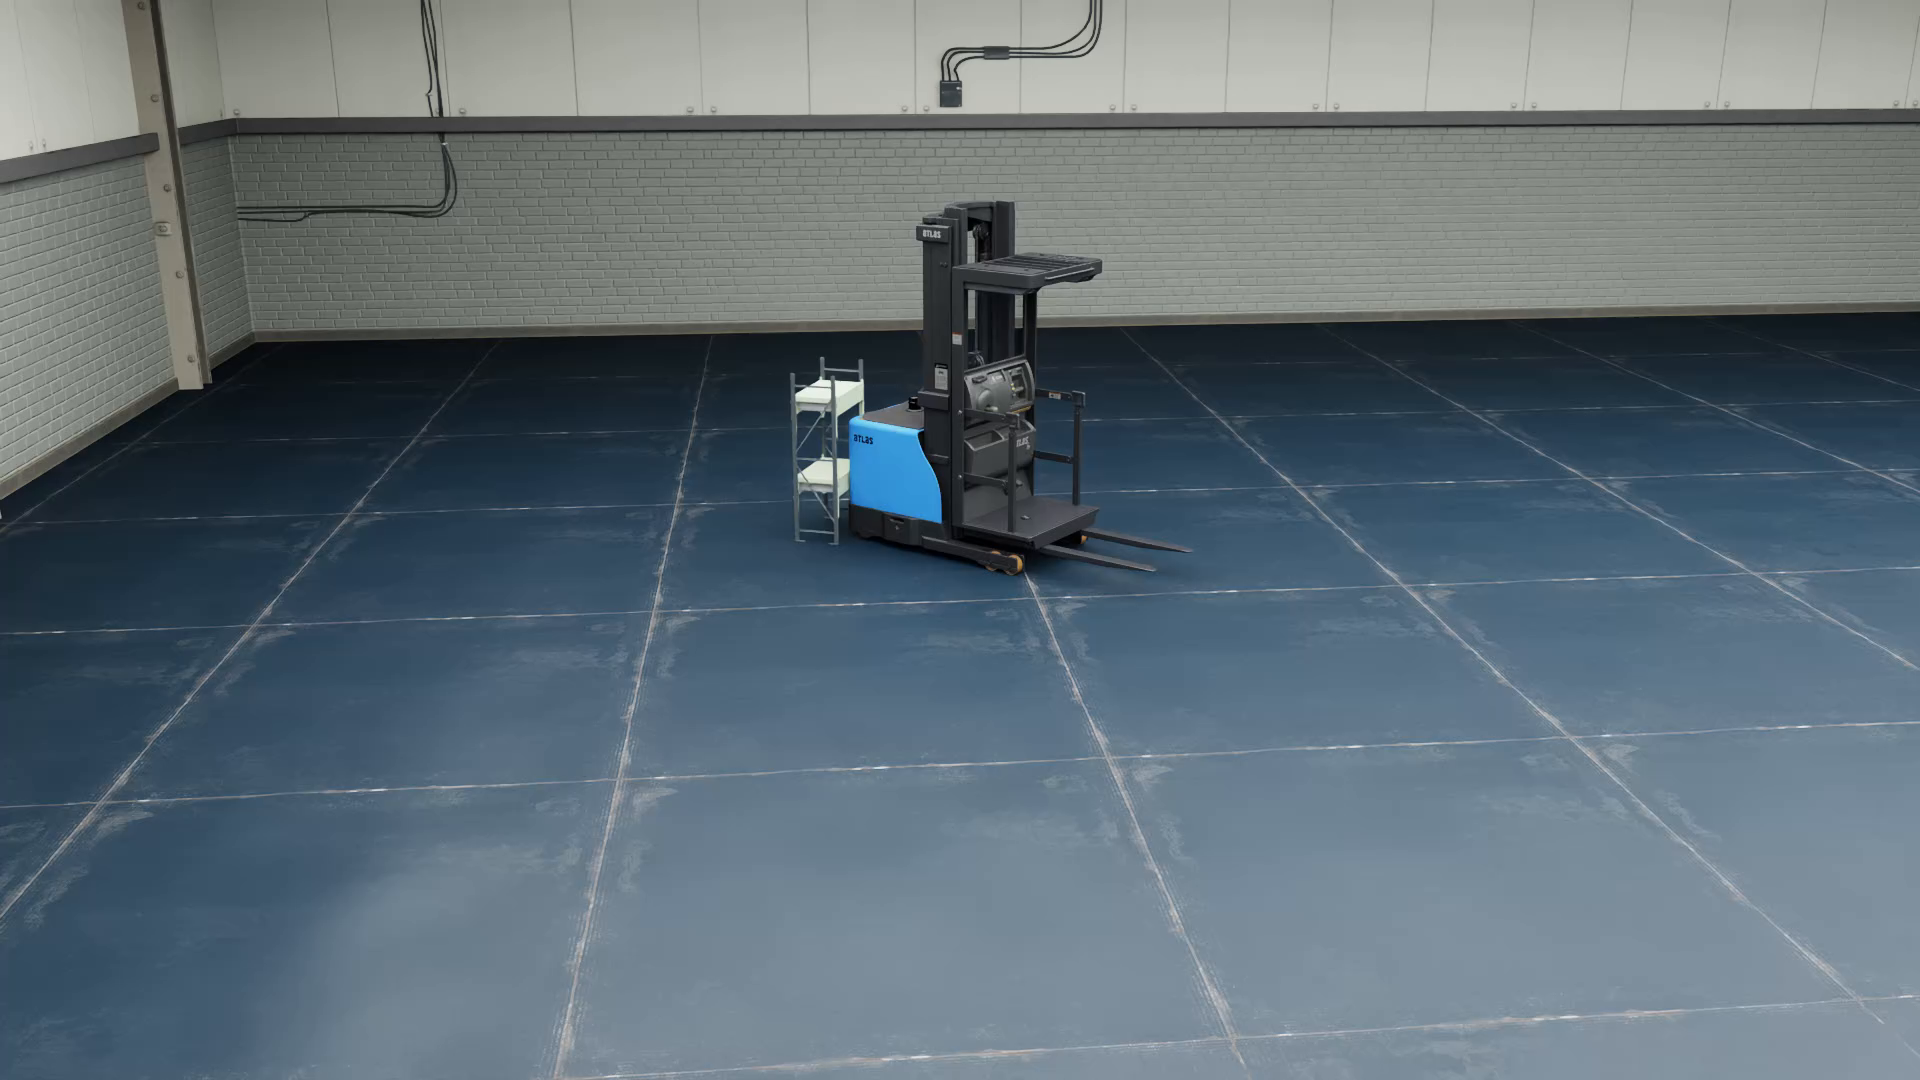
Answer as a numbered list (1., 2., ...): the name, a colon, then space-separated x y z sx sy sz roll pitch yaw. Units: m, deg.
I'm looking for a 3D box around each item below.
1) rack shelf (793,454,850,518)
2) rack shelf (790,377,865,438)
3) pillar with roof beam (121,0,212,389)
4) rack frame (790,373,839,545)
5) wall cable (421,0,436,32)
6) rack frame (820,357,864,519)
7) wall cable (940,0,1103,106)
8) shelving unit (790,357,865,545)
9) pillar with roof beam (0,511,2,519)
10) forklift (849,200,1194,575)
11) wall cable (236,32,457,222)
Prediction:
1. rack shelf: -1.156 -0.484 14.804 0.431 0.370 0.720 5 18 15
2. rack shelf: -1.155 -1.168 14.589 0.431 0.370 0.720 5 18 15
3. pillar with roof beam: -5.306 -6.357 19.902 9.100 9.000 0.400 -2 18 -6
4. rack frame: -1.254 -0.690 14.370 0.400 1.500 0.023 5 18 15
5. wall cable: -5.885 -8.154 22.379 3.097 2.526 0.112 -2 18 -6
6. rack frame: -1.057 -0.901 15.042 0.400 1.500 0.023 5 18 15
7. wall cable: 0.868 -9.054 22.814 2.305 6.003 0.169 -2 18 -6
8. shelving unit: -1.156 -0.795 14.706 0.431 1.500 0.755 5 18 15
9. pillar with roof beam: -4.687 -4.569 14.208 9.100 9.000 0.400 -2 18 -6
10. forklift: 0.503 -1.288 13.886 3.031 2.935 1.130 12 21 34
11. wall cable: -8.576 -5.661 22.870 3.097 2.526 0.112 -2 18 -6
